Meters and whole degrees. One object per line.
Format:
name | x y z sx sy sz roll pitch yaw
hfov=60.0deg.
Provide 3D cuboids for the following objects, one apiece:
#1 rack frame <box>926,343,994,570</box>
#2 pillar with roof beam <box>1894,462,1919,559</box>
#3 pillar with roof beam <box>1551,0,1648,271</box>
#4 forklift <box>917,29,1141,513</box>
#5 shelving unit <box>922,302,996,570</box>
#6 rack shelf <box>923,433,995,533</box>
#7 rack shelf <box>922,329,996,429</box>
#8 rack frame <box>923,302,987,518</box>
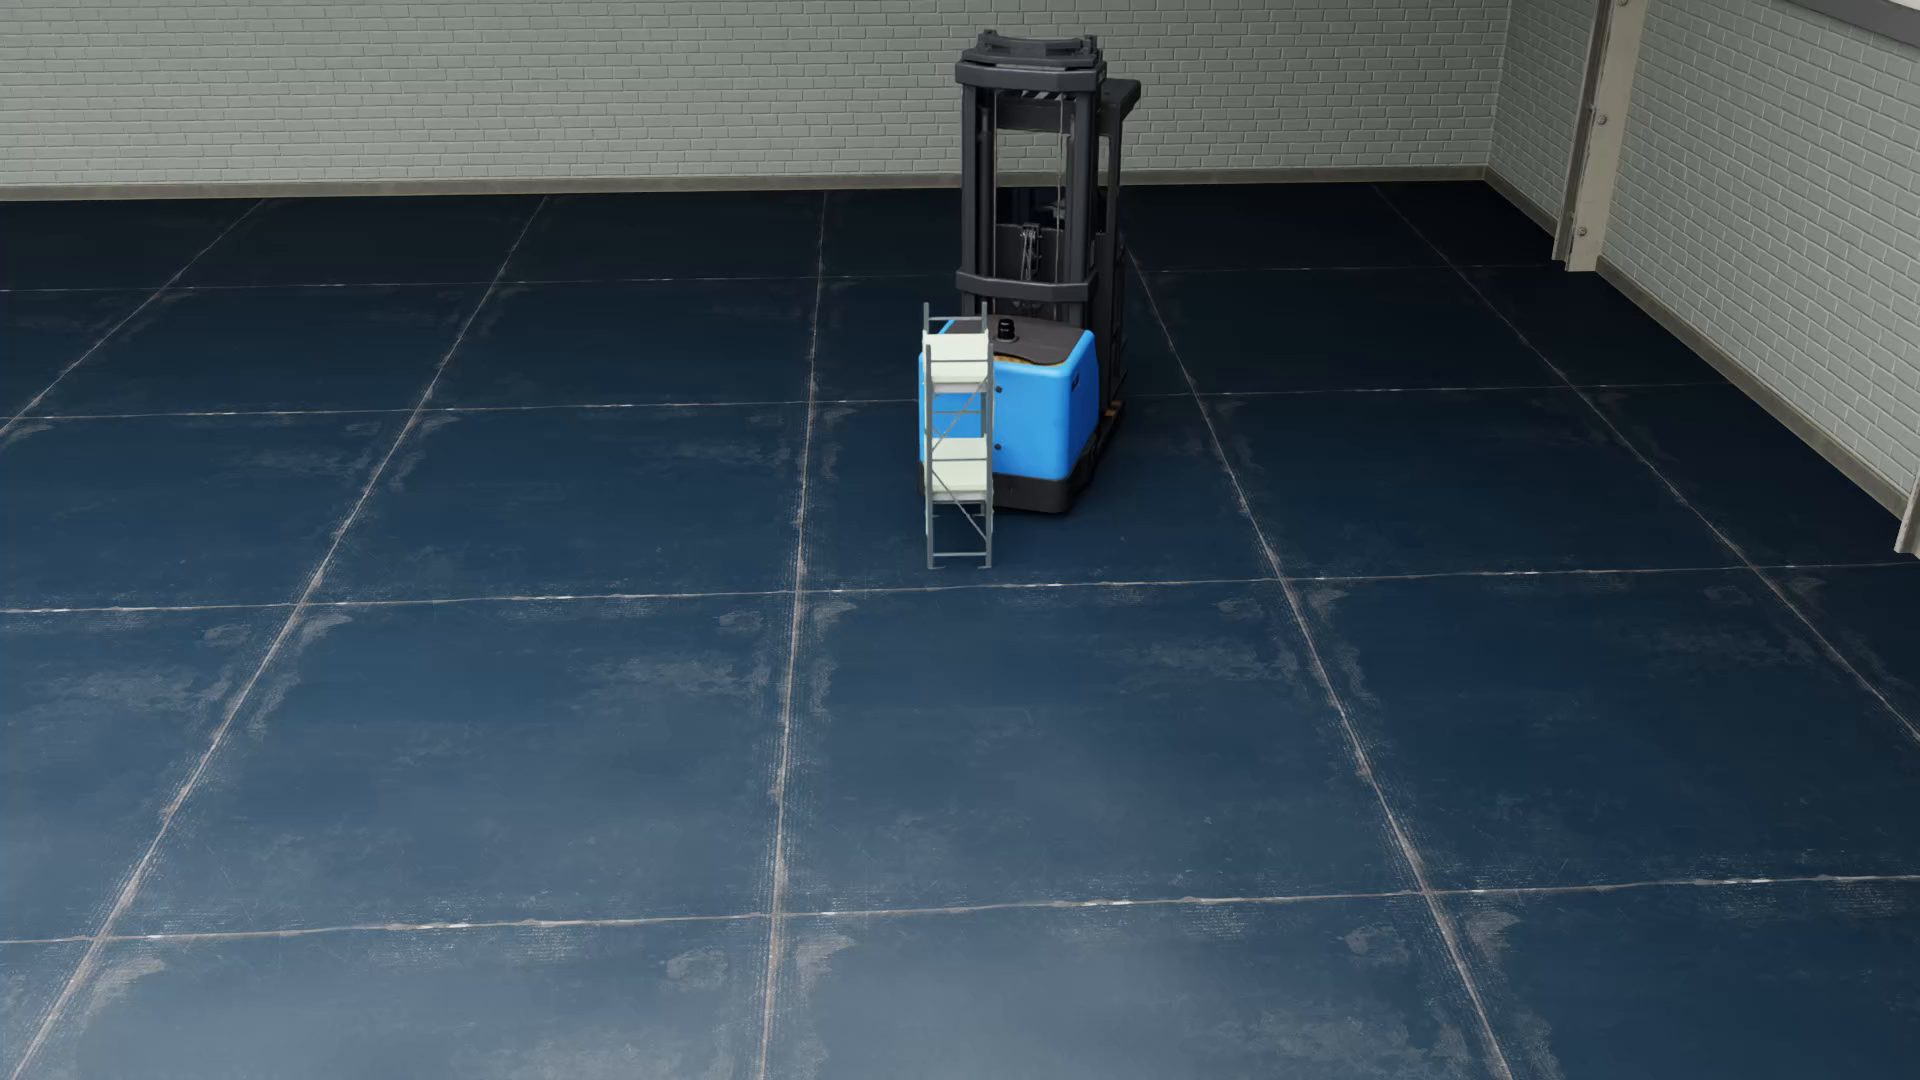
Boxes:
rack frame | -0.002 -0.483 10.117 0.400 1.500 0.023 -1 28 -2
pillar with roof beam | 1.873 -3.742 8.255 9.100 9.000 0.400 -1 28 -3
pillar with roof beam | 1.559 -6.513 13.568 9.100 9.000 0.400 -1 28 -3
forklift | 0.615 -2.142 11.750 1.130 2.935 3.031 8 29 14
shelving unit | -0.016 -0.653 10.442 0.431 1.500 0.755 -1 28 -2
rack shelf | -0.016 -0.364 10.592 0.431 0.370 0.720 -1 28 -2
rack shelf | -0.016 -0.999 10.261 0.431 0.370 0.720 -1 28 -2
rack frame | -0.029 -0.822 10.766 0.400 1.500 0.023 -1 28 -2
